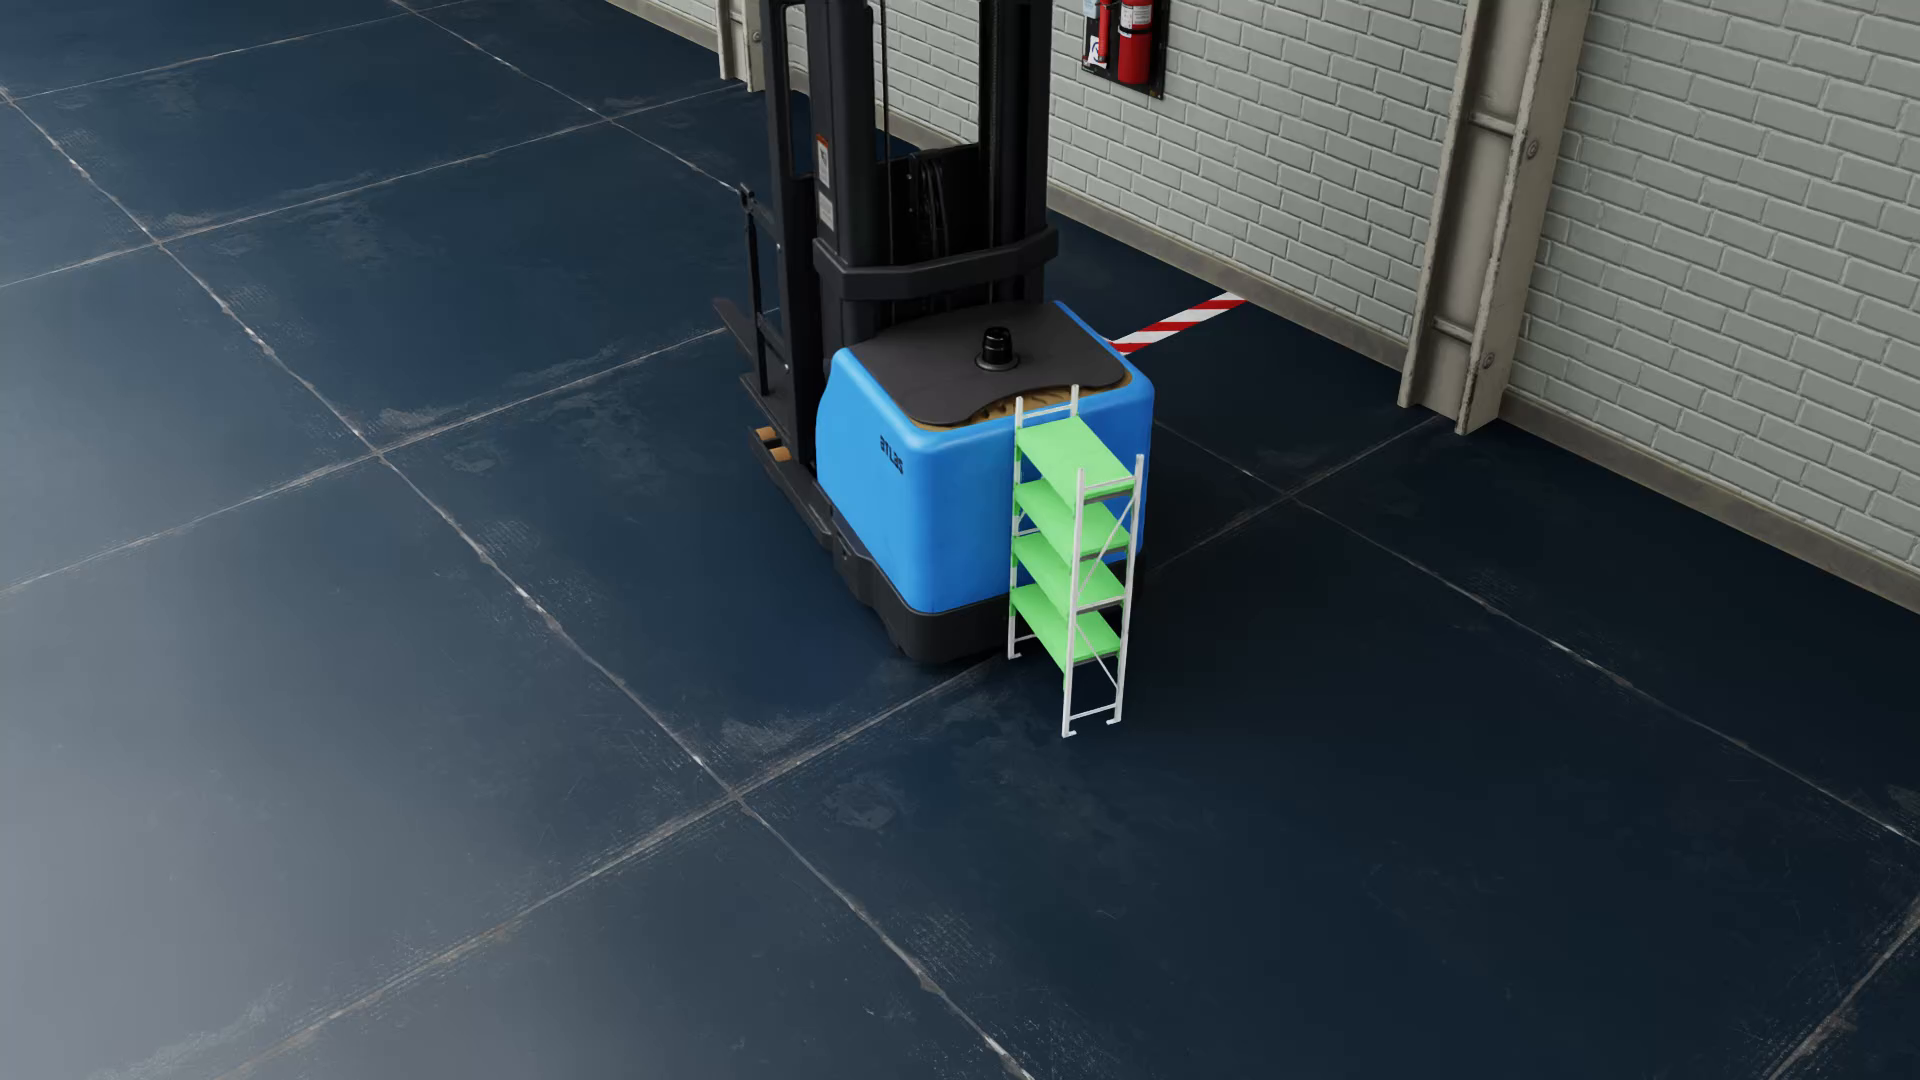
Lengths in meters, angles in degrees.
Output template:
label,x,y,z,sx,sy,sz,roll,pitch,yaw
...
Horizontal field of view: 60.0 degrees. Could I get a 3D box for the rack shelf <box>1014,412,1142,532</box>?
label,x,y,z,sx,sy,sz,roll,pitch,yaw
rack shelf,0.406,-0.244,5.827,0.258,0.148,0.480,-14,39,-19

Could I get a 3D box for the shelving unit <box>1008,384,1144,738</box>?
label,x,y,z,sx,sy,sz,roll,pitch,yaw
shelving unit,0.403,0.091,6.074,0.258,1.200,0.503,-14,39,-19

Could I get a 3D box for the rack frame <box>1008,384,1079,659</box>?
label,x,y,z,sx,sy,sz,roll,pitch,yaw
rack frame,0.306,-0.043,6.254,0.240,1.200,0.015,-14,39,-19

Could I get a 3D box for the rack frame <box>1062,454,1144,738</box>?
label,x,y,z,sx,sy,sz,roll,pitch,yaw
rack frame,0.499,0.225,5.894,0.240,1.200,0.015,-14,39,-19

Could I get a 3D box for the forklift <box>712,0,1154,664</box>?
label,x,y,z,sx,sy,sz,roll,pitch,yaw
forklift,-0.336,-1.555,6.910,1.130,2.935,3.031,-15,38,-20

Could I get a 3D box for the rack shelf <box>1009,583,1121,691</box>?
label,x,y,z,sx,sy,sz,roll,pitch,yaw
rack shelf,0.400,0.336,6.254,0.258,0.148,0.480,-14,39,-19

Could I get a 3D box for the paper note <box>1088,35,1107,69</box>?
label,x,y,z,sx,sy,sz,roll,pitch,yaw
paper note,0.769,-2.715,9.250,0.016,0.148,0.142,-26,43,-32

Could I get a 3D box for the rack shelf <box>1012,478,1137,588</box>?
label,x,y,z,sx,sy,sz,roll,pitch,yaw
rack shelf,0.404,-0.051,5.969,0.258,0.148,0.480,-14,39,-19

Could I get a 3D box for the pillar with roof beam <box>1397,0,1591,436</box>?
label,x,y,z,sx,sy,sz,roll,pitch,yaw
pillar with roof beam,-0.892,-2.708,3.287,9.100,9.000,0.400,-26,43,-32

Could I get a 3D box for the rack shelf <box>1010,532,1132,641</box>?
label,x,y,z,sx,sy,sz,roll,pitch,yaw
rack shelf,0.402,0.142,6.112,0.258,0.148,0.480,-14,39,-19

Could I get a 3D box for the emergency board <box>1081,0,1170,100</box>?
label,x,y,z,sx,sy,sz,roll,pitch,yaw
emergency board,0.831,-2.971,8.849,0.194,1.169,0.643,-26,43,-32

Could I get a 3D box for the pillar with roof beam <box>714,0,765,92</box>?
label,x,y,z,sx,sy,sz,roll,pitch,yaw
pillar with roof beam,-4.764,-5.357,7.028,9.100,9.000,0.400,-26,43,-32
